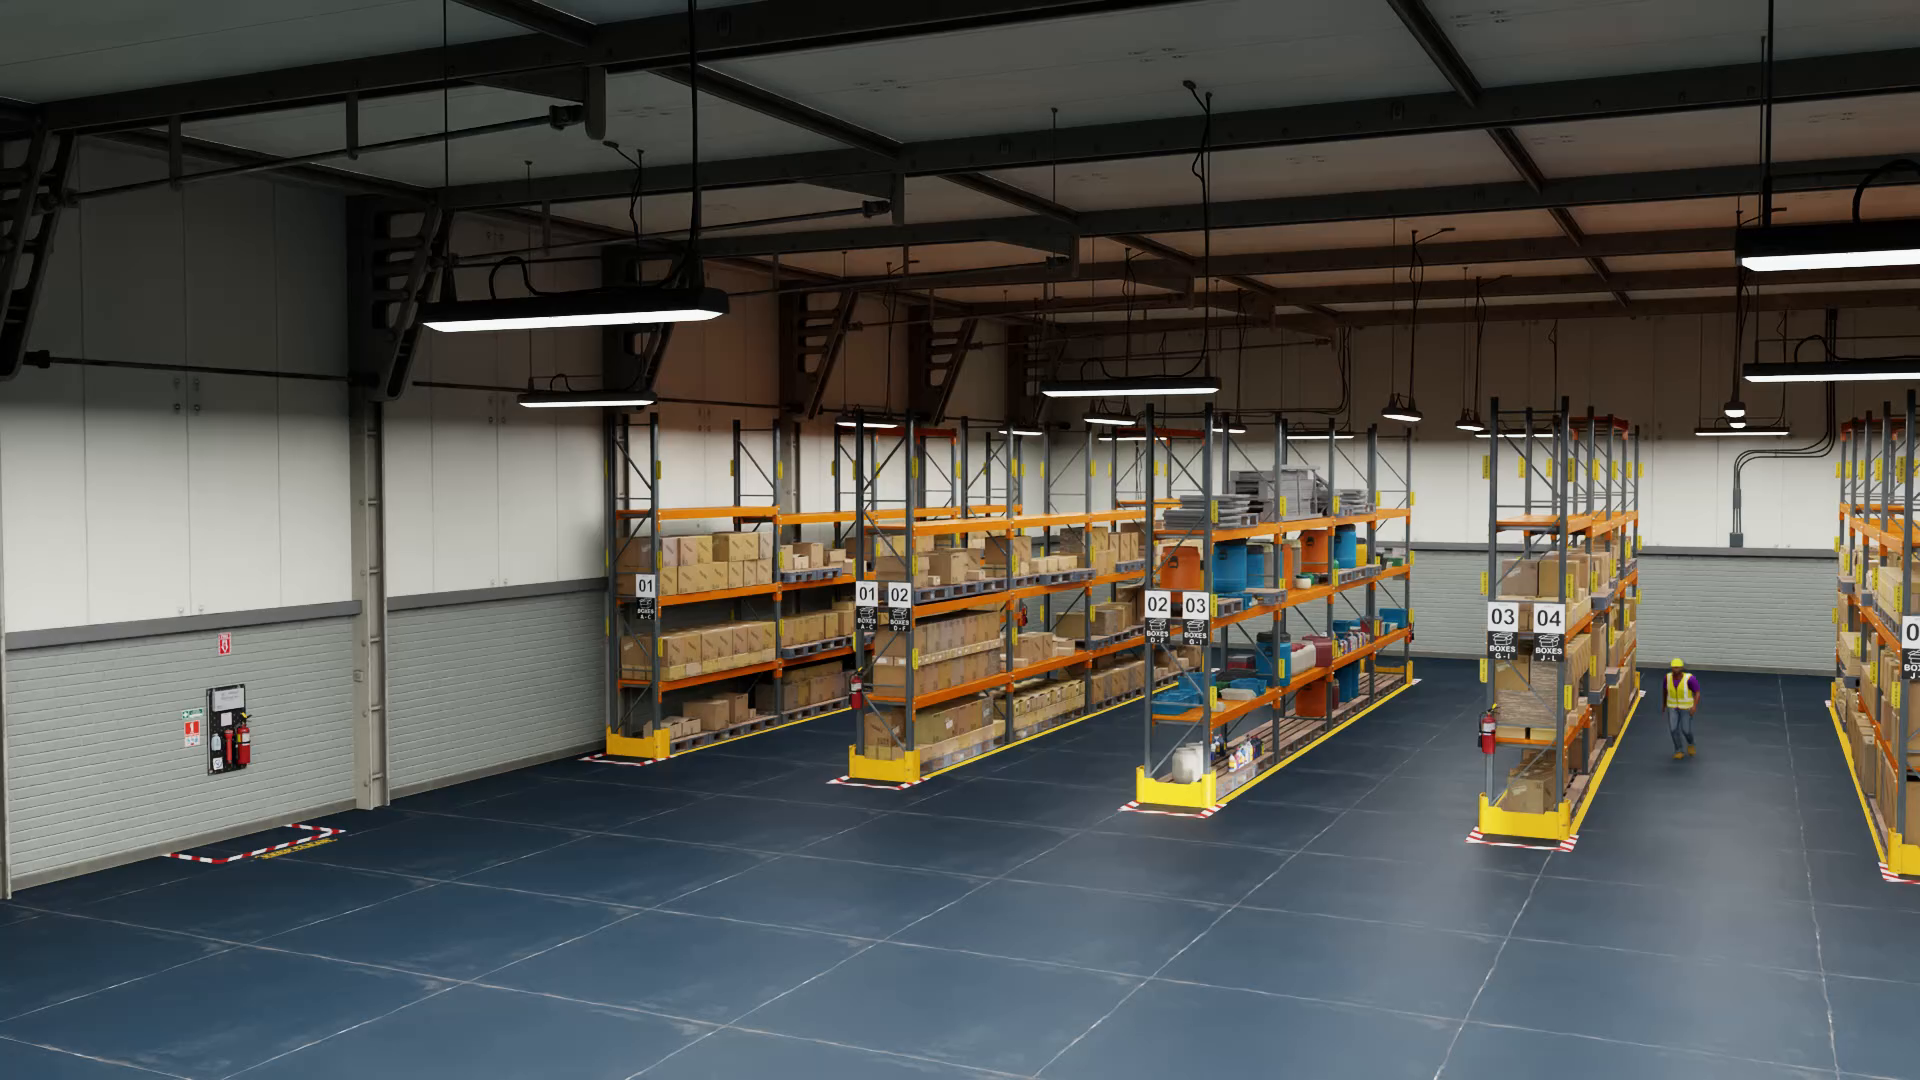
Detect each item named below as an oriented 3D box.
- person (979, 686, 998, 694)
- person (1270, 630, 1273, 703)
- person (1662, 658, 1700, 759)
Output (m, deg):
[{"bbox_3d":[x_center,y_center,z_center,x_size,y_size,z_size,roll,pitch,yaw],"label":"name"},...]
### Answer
[{"bbox_3d":[0.517,2.627,35.872,0.631,1.755,0.727,2,3,35],"label":"person"},{"bbox_3d":[6.775,2.695,35.699,0.457,1.714,0.595,1,3,17],"label":"person"},{"bbox_3d":[12.563,2.918,28.953,0.636,1.740,0.669,2,3,40],"label":"person"}]
